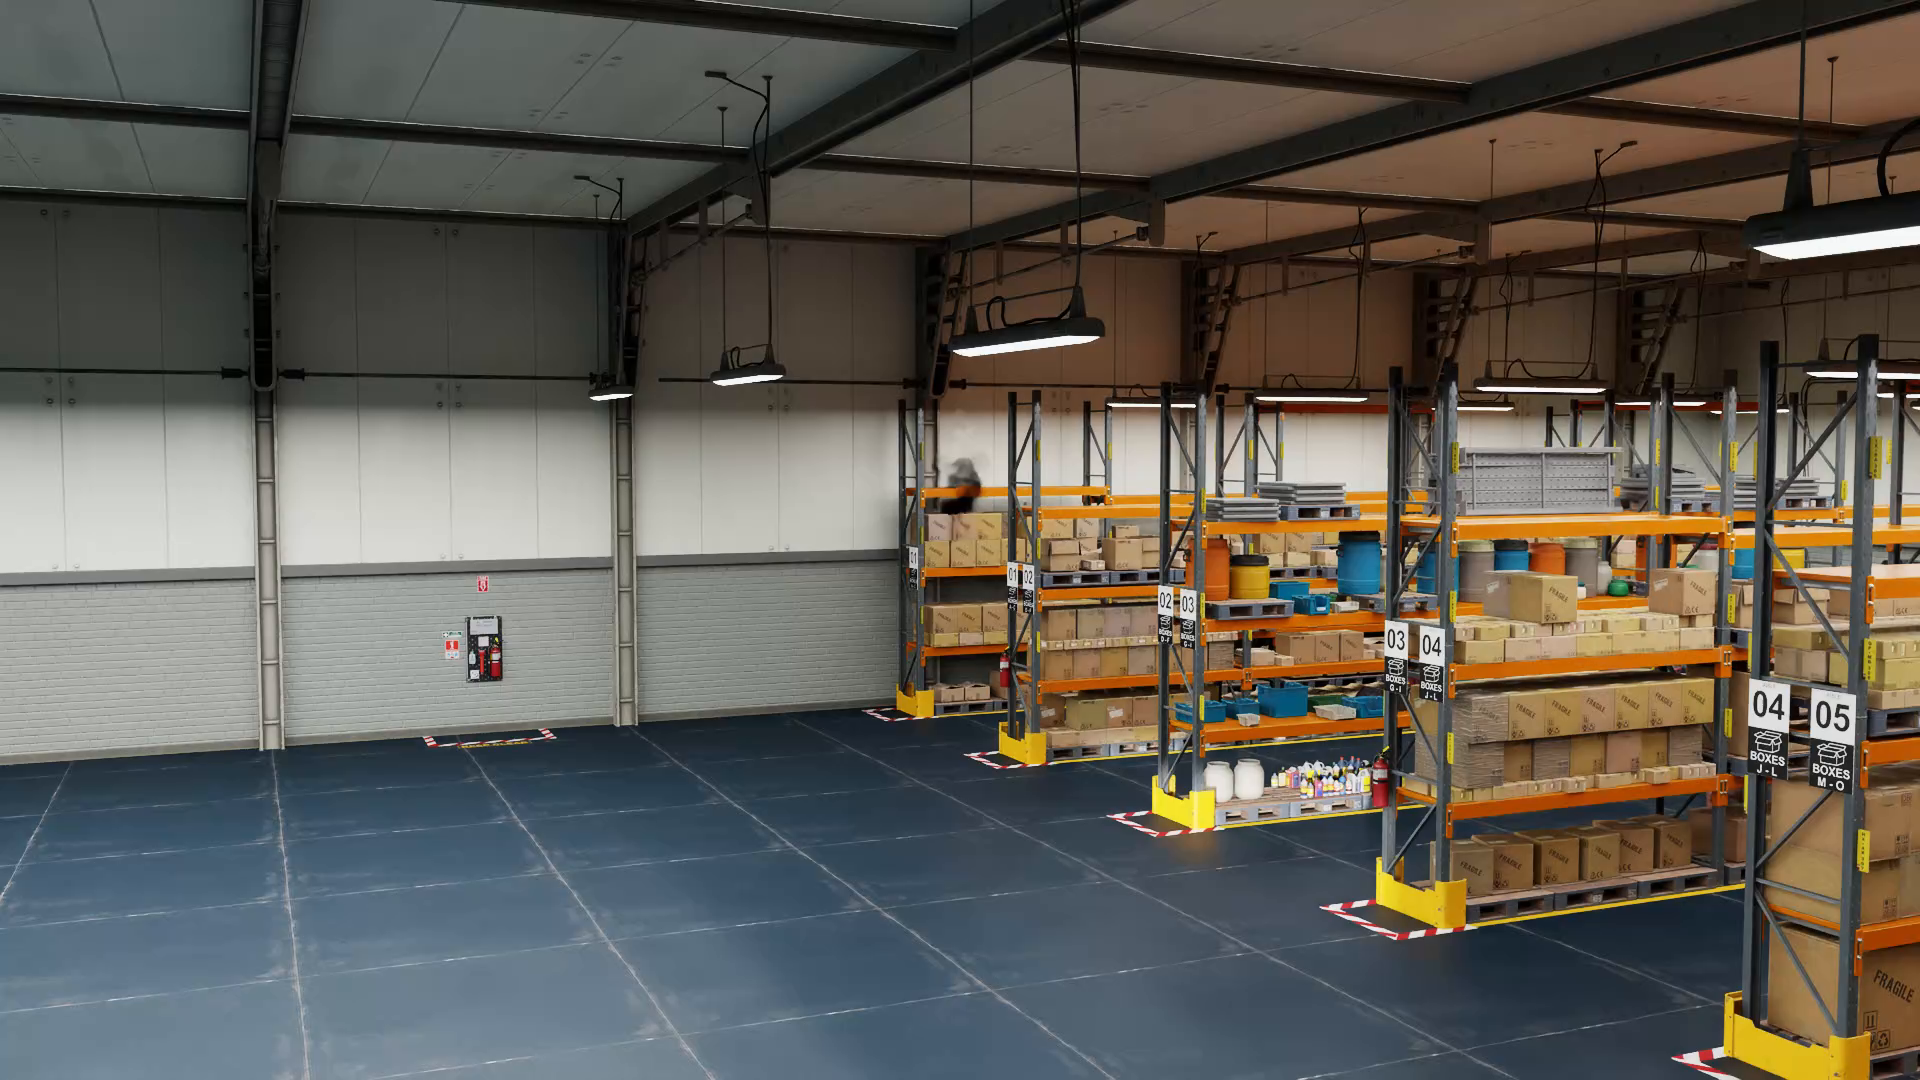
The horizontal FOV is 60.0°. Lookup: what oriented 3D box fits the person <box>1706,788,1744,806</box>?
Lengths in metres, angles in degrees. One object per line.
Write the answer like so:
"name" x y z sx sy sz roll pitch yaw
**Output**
"person" 10.275 3.024 22.253 0.914 1.645 0.586 -2 4 -25
